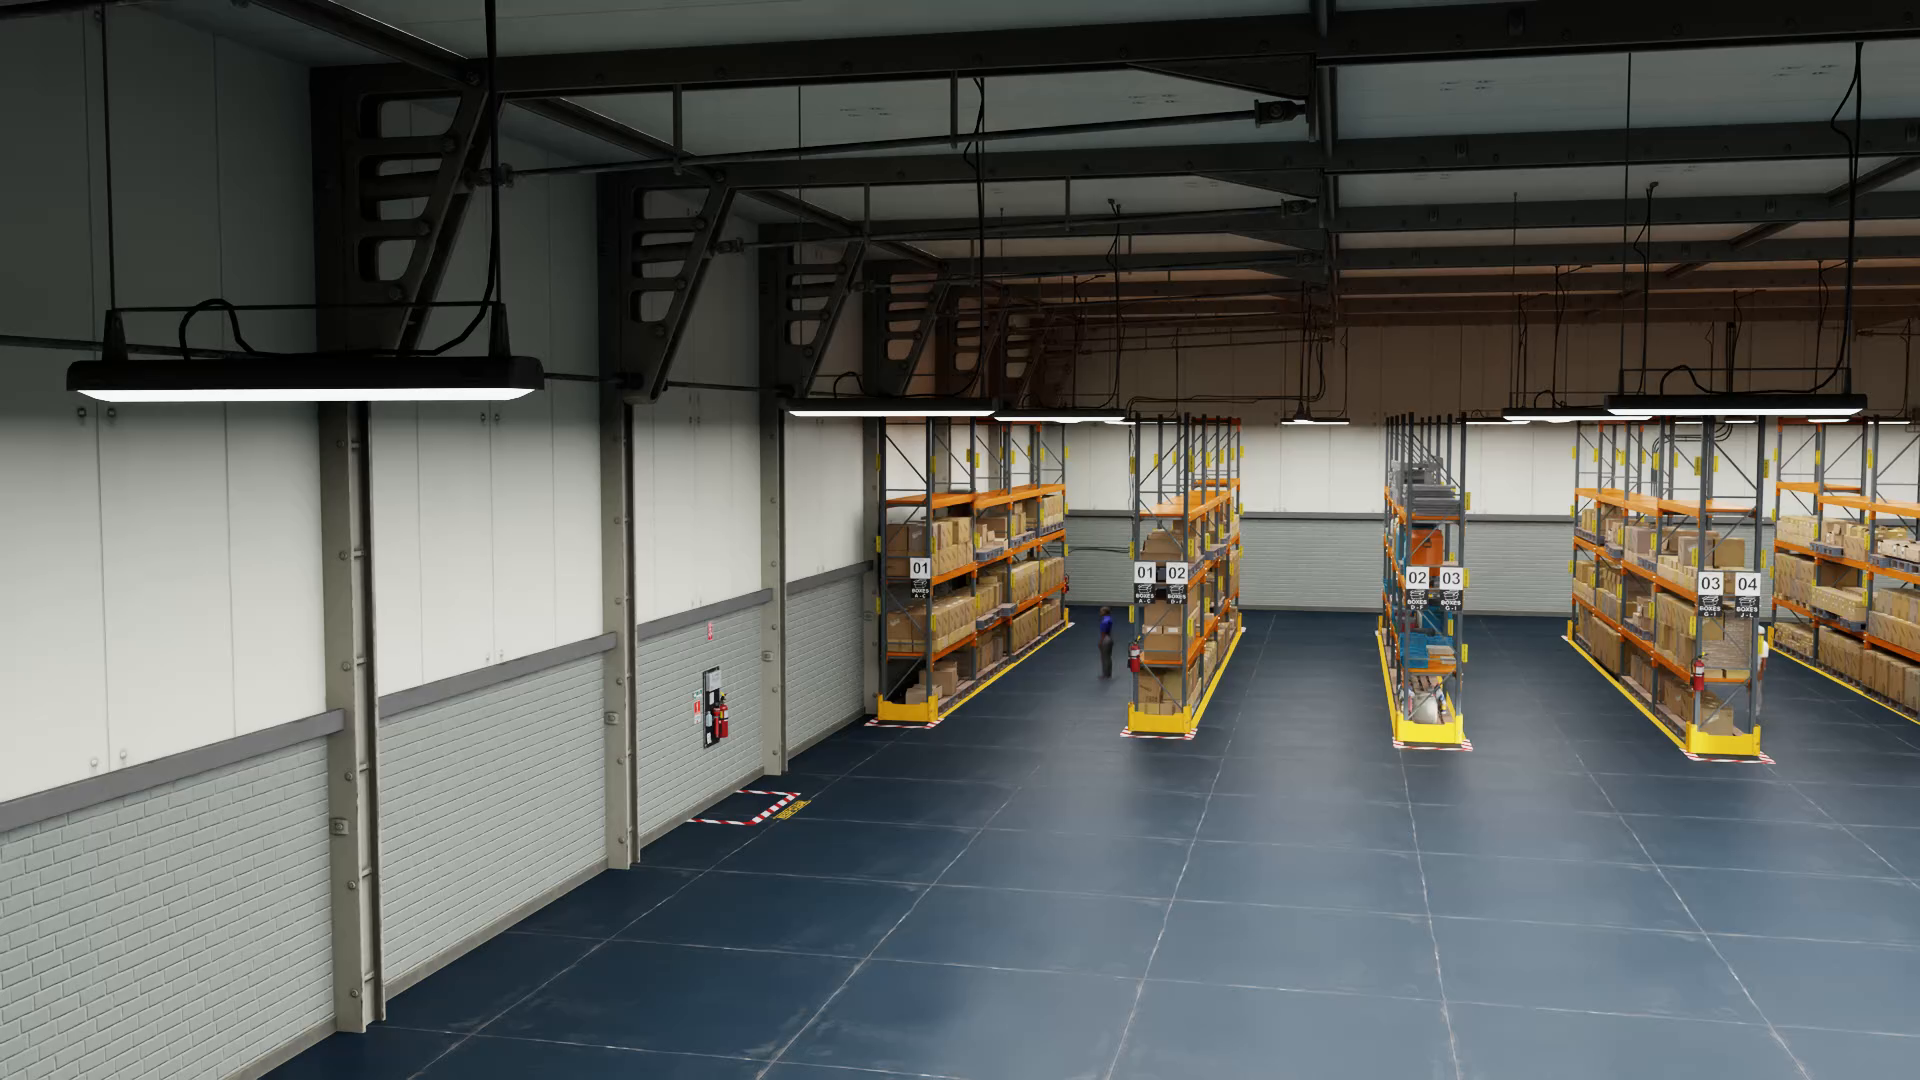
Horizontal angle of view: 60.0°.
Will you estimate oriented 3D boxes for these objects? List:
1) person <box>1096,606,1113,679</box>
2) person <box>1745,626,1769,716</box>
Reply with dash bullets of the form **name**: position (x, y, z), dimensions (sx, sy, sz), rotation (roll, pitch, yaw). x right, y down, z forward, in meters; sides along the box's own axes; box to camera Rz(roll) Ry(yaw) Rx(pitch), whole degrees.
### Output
- **person**: position (3.287, 2.331, 37.785), dimensions (0.358, 1.669, 0.454), rotation (1, 4, 15)
- **person**: position (15.841, 2.605, 33.180), dimensions (0.517, 1.775, 0.592), rotation (-2, 4, -29)
